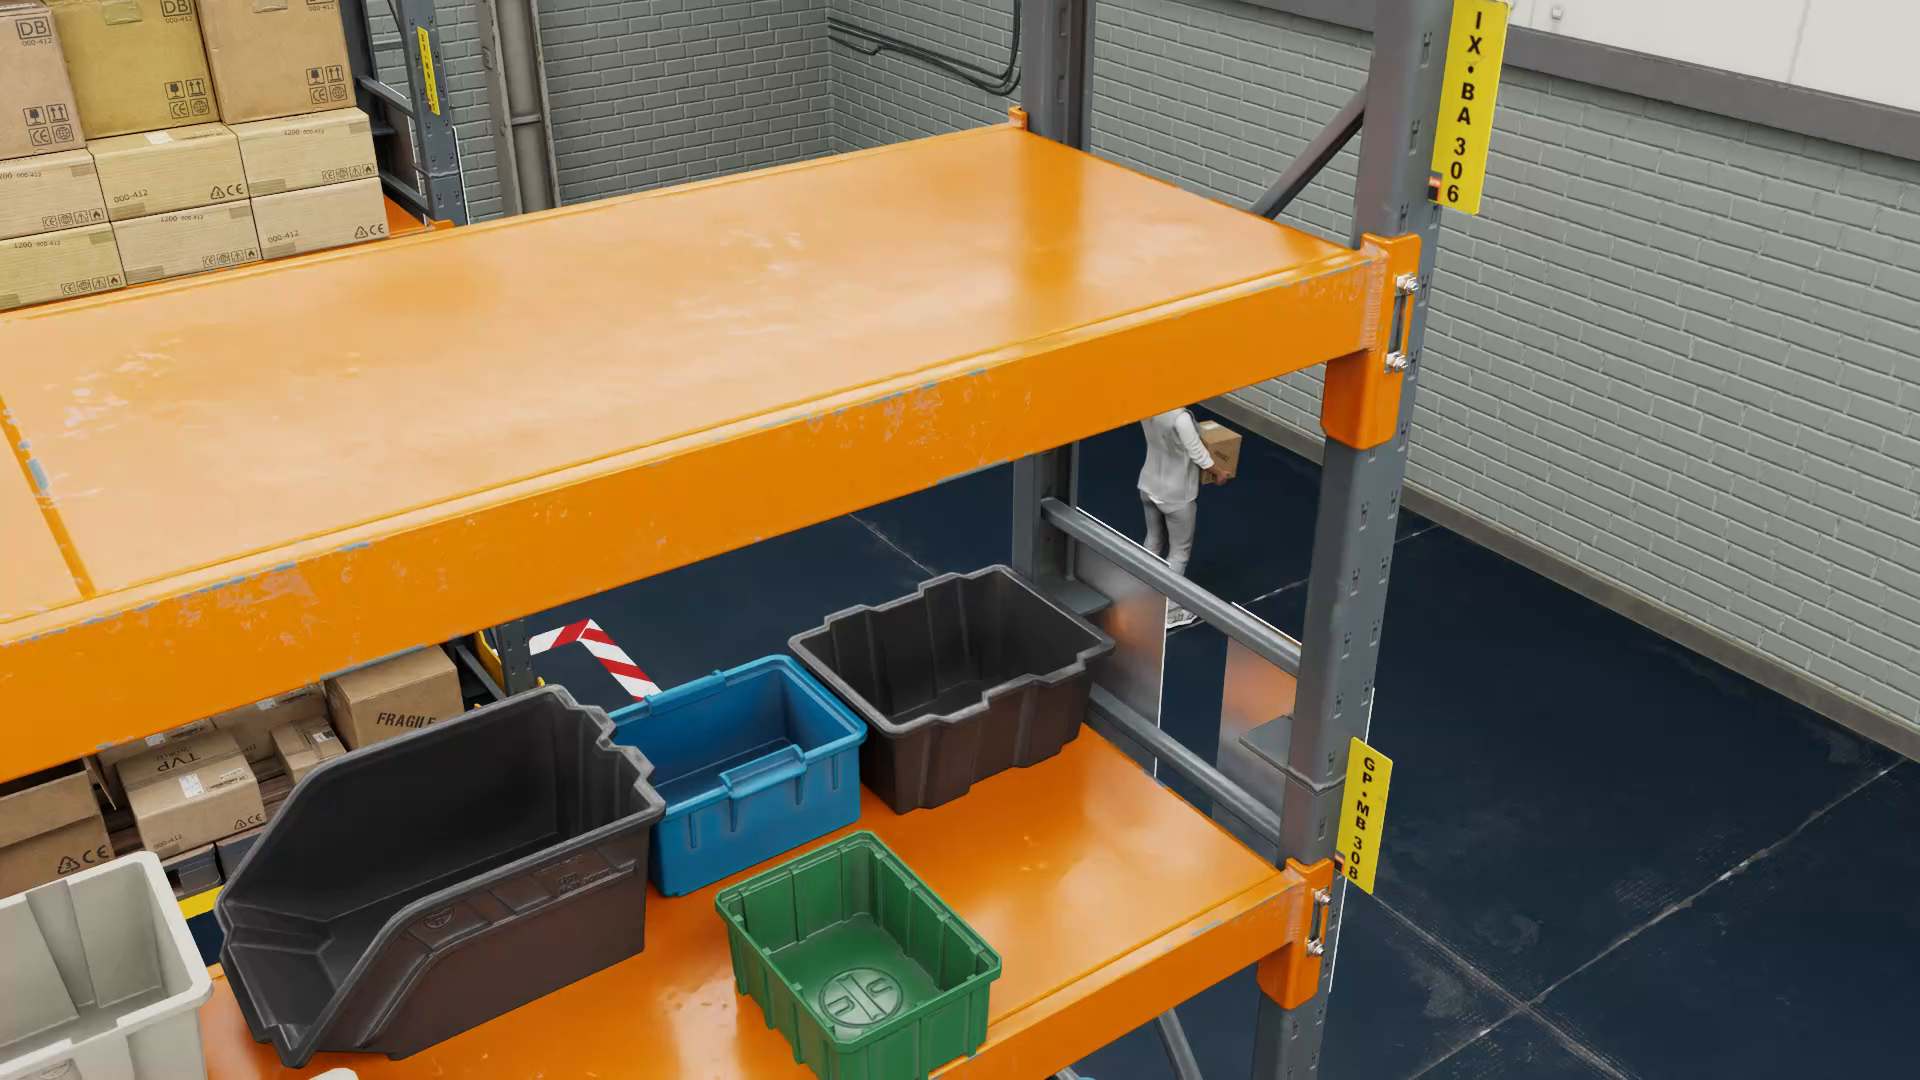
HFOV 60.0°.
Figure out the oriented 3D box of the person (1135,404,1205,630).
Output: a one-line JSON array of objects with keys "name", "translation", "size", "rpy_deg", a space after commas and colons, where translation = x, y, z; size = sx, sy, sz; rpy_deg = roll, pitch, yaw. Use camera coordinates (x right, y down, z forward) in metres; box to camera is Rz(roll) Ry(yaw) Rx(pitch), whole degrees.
[{"name": "person", "translation": [1.154, -0.251, 9.170], "size": [0.347, 1.551, 0.465], "rpy_deg": [-19, 34, -31]}]
